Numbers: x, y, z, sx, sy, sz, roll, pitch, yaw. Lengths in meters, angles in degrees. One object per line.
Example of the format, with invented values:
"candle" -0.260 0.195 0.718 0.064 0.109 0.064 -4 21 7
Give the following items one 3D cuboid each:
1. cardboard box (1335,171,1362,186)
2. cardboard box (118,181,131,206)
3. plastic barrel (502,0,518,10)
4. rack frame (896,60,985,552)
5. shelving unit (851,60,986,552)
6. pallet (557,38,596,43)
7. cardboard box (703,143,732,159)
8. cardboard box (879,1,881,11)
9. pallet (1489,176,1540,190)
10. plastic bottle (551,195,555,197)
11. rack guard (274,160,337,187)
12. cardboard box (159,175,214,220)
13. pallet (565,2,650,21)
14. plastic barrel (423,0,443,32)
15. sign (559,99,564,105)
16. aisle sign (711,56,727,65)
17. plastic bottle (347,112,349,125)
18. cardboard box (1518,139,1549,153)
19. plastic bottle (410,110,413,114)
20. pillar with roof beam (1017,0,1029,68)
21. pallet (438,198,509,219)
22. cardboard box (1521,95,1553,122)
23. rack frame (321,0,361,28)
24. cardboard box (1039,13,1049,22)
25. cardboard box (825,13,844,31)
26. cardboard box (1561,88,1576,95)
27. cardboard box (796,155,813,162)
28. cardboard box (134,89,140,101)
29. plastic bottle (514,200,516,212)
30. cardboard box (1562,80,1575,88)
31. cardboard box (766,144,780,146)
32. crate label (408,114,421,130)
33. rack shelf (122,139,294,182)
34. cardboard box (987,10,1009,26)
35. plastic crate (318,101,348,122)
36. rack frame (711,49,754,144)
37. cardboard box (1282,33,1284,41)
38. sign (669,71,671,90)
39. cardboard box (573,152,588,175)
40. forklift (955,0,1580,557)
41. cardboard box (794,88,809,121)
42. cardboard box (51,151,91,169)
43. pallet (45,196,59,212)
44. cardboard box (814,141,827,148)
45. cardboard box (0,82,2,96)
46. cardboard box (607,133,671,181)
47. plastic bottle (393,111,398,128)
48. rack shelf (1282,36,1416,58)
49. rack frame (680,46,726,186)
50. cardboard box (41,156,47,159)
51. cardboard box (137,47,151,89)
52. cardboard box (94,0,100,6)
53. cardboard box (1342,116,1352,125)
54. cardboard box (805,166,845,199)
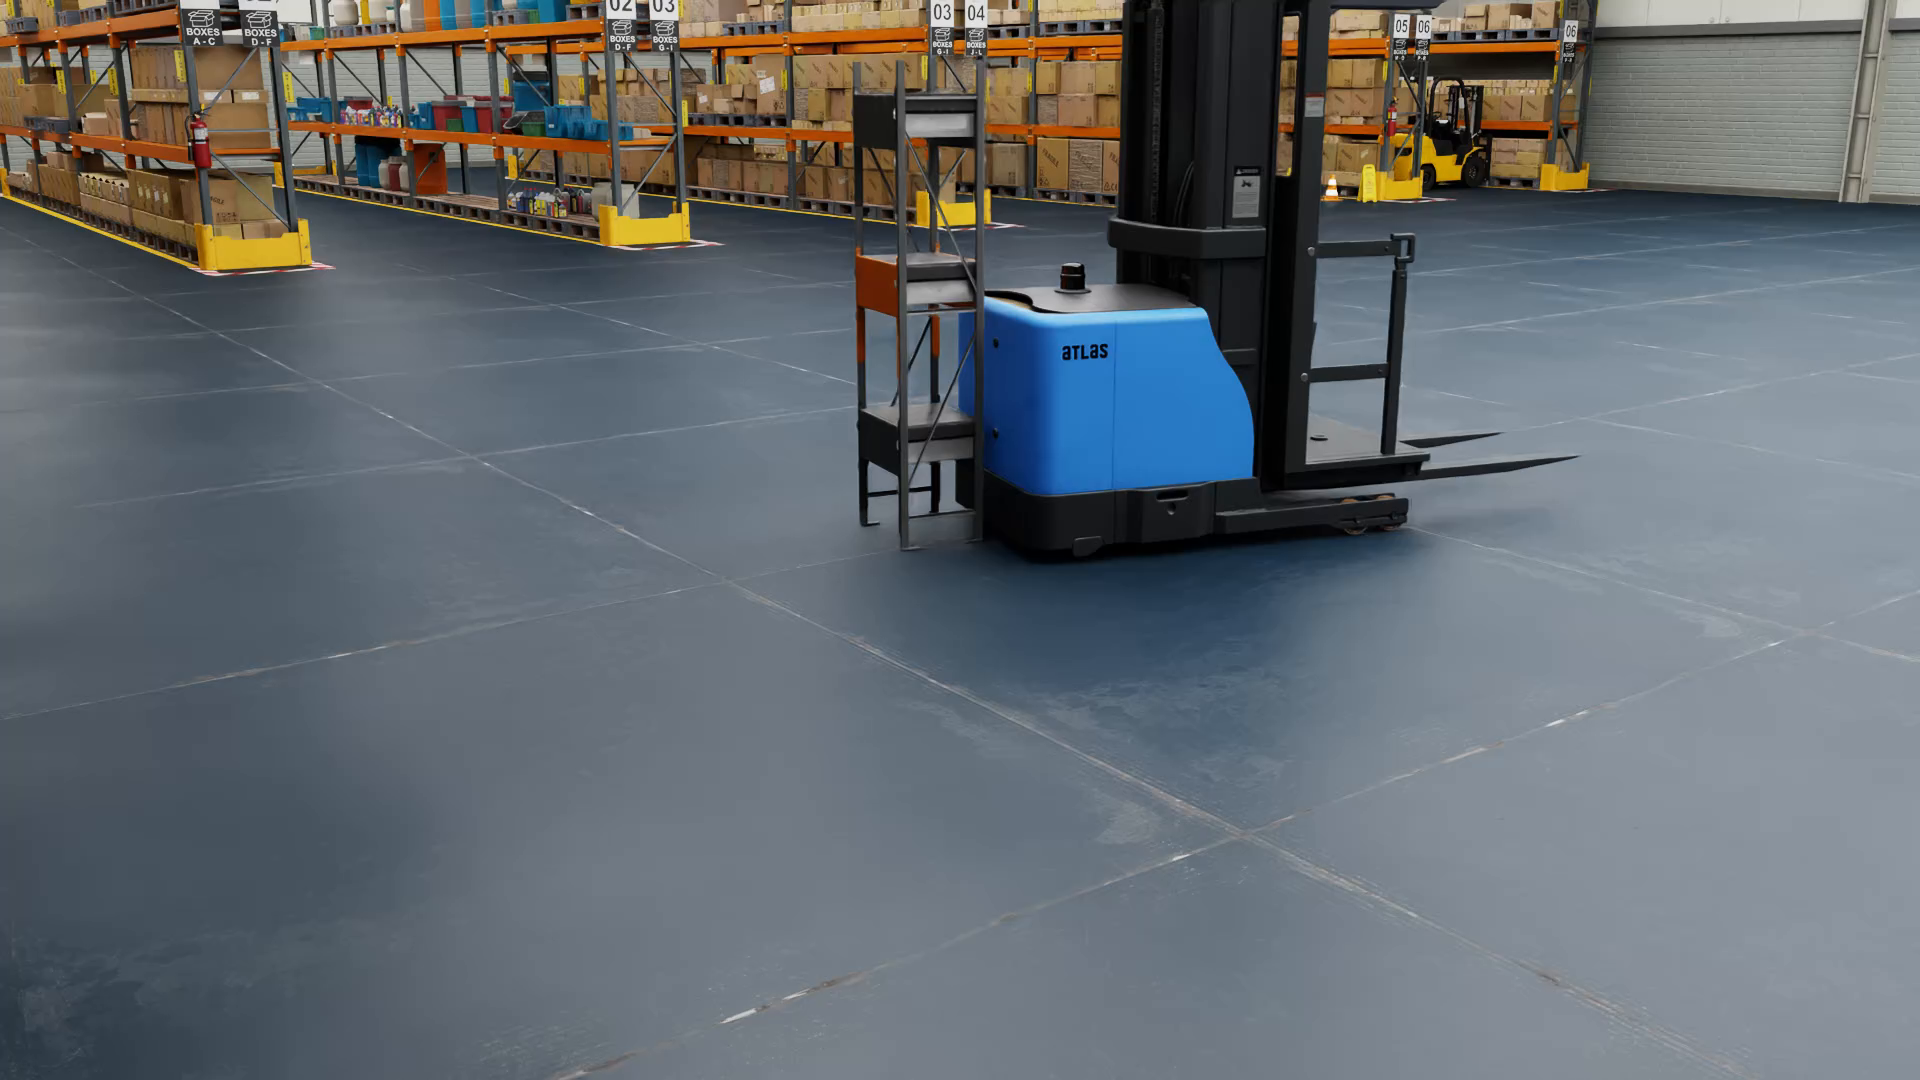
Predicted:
"cardboard box" 7.265 -6.670 30.676 0.500 0.250 0.500 -11 19 -35
"cardboard box" -10.881 -4.625 22.145 0.500 0.311 0.500 -11 19 -35
"plastic barrel" -6.307 -7.786 23.650 0.421 0.512 0.421 0 15 0
"rack frame" -0.080 -0.984 7.193 0.400 2.100 0.015 -7 17 -24
"shelving unit" -0.183 -1.042 7.407 0.431 2.100 0.503 -7 17 -24
"pallet" -7.572 -10.262 33.874 1.003 0.211 1.213 -11 19 -35
"cardboard box" -4.329 -7.057 30.161 0.500 0.250 0.500 -10 18 -32
"cardboard box" -0.978 -7.934 24.730 0.380 0.149 0.250 -11 19 -34
"pallet" 11.502 -7.241 33.631 1.003 0.211 1.213 -11 19 -35
"plastic bottle" -5.797 -4.764 23.625 0.152 0.276 0.135 -11 19 -35
"rack guard" -13.482 -7.565 34.268 1.175 0.500 0.348 -11 19 -35
"cardboard box" -9.215 -4.100 19.867 0.500 0.500 0.500 -11 19 -35
"pallet" -4.457 -6.898 21.773 1.003 0.211 1.213 -11 19 -35
"plastic barrel" -8.062 -8.364 25.958 0.600 0.830 0.708 -11 19 -35
"sign" -5.950 -6.421 24.831 0.100 0.325 0.005 -11 19 -35
"aisle sign" -5.665 -11.507 39.013 0.394 0.787 0.004 -11 19 -35
"plastic bottle" -11.017 -7.635 30.035 0.097 0.271 0.097 0 15 0
"cardboard box" 11.462 -7.837 33.048 0.500 0.250 0.500 -10 18 -33
"plastic bottle" -9.697 -7.456 29.230 0.144 0.351 0.185 -11 19 -35
"pillar with roof beam" -1.761 -14.786 44.554 9.100 9.000 0.400 -11 19 -35
"pallet" -7.616 -5.282 26.475 1.003 0.211 1.213 -11 19 -35
"cardboard box" 11.484 -8.541 32.912 0.500 0.500 0.500 -11 19 -36
"rack frame" -11.106 -10.807 30.013 1.000 3.000 0.127 -11 19 -35
"cardboard box" 1.615 -9.168 29.199 0.380 0.149 0.250 -11 19 -35
"cardboard box" -1.739 -7.992 25.697 0.500 0.250 0.500 -12 19 -37
"cardboard box" 11.996 -8.903 33.003 0.380 0.149 0.250 -11 19 -36
"cardboard box" -3.470 -8.419 36.695 0.380 0.149 0.250 -10 18 -33
"cardboard box" -10.262 -5.657 21.144 0.380 0.149 0.250 -11 19 -34
"plastic bottle" -6.449 -4.888 24.219 0.097 0.201 0.097 0 15 0
"cardboard box" 11.961 -9.038 32.935 0.380 0.149 0.250 -11 19 -36
"cardboard box" -4.406 -9.162 38.846 0.380 0.149 0.250 -12 19 -37
"crate label" -8.809 -6.830 27.165 0.303 0.233 0.416 -11 19 -35
"rack shelf" -9.235 -4.663 20.292 1.077 0.370 4.000 -11 19 -35
"cardboard box" 0.772 -9.577 30.501 0.500 0.250 0.500 -11 19 -35
"plastic crate" -11.656 -7.981 30.970 0.392 0.384 0.575 -11 19 -35
"rack frame" -5.380 -10.284 39.469 1.000 3.000 0.127 -11 19 -35
"cardboard box" 6.213 -9.514 31.448 0.380 0.149 0.250 -12 19 -36
"sign" -5.194 -8.299 30.023 0.100 0.325 0.005 -11 19 -35
"cardboard box" -7.423 -8.013 34.400 0.875 0.875 0.875 -11 19 -35
"forklift" 1.550 -1.561 7.727 3.031 2.935 1.130 -6 16 -20
"cardboard box" -2.181 -7.059 26.934 0.875 0.500 0.500 -11 19 -35
"cardboard box" -14.144 -6.051 26.485 0.500 0.250 0.500 -11 19 -36
"pallet" -14.606 -5.632 27.754 1.003 0.211 1.213 -11 19 -35
"cardboard box" -2.807 -8.590 35.798 0.500 0.250 0.500 -12 19 -37
"cardboard box" -17.105 -8.283 30.075 0.500 0.500 0.500 -11 19 -34
"cardboard box" -6.181 -7.535 32.655 1.225 0.875 0.875 -12 19 -36
"plastic bottle" -9.472 -7.072 27.954 0.061 0.283 0.133 -11 19 -35
"rack shelf" 6.797 -9.184 31.131 1.077 0.370 4.000 -11 19 -35
"rack frame" -4.747 -7.828 30.494 1.000 3.000 0.127 -11 19 -35
"cardboard box" -16.947 -6.928 31.107 0.500 0.500 0.500 -11 19 -35
"cardboard box" -9.846 -5.909 20.837 0.700 0.500 0.500 -11 19 -35
"cardboard box" -11.800 -7.547 23.273 0.500 0.250 0.500 -11 19 -36
"cardboard box" 7.207 -7.678 30.423 0.380 0.149 0.250 -11 19 -35
"cardboard box" -2.193 -5.879 27.313 0.500 0.500 0.500 -12 19 -36
